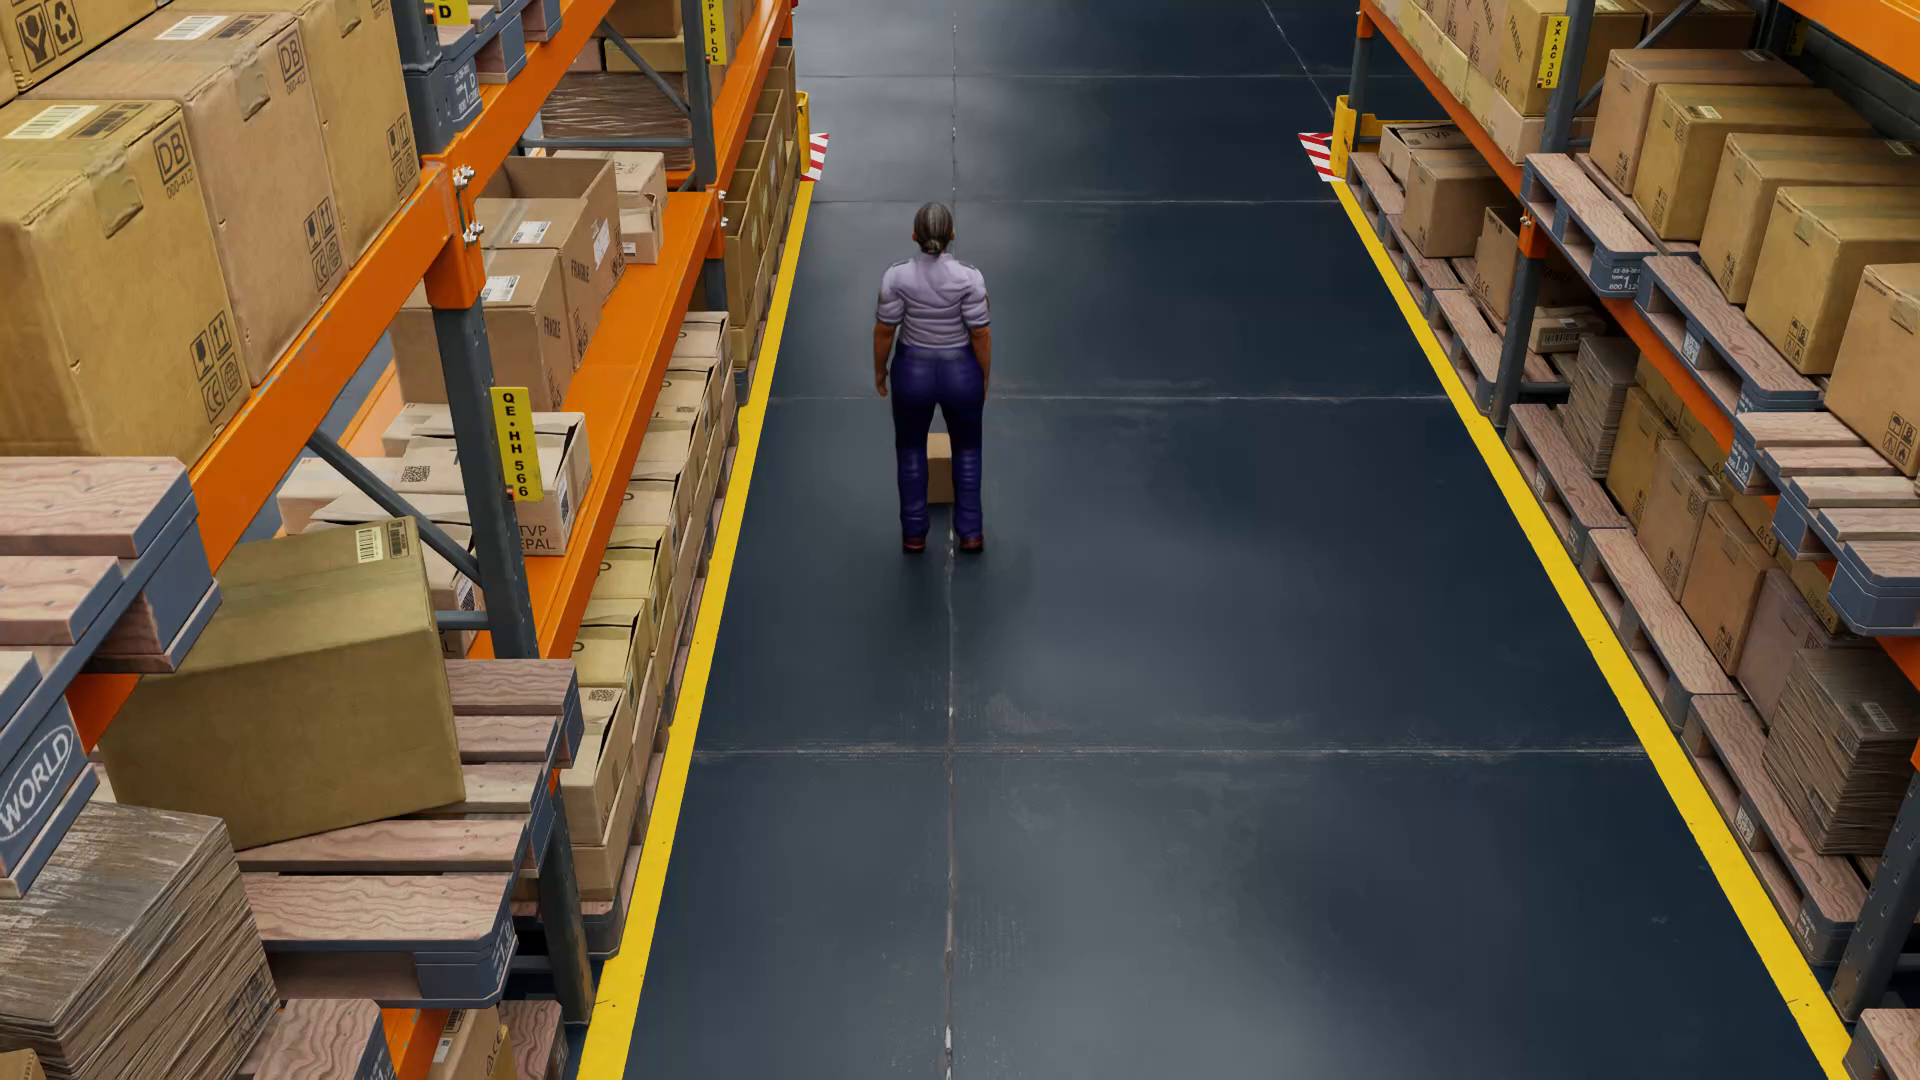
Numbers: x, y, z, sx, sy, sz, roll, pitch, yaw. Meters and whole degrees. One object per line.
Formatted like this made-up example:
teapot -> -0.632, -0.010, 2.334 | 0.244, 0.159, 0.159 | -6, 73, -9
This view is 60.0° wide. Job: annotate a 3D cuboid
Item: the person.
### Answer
person -> -0.121, -0.677, 7.320 | 0.512, 1.703, 0.340 | 0, 32, 1
